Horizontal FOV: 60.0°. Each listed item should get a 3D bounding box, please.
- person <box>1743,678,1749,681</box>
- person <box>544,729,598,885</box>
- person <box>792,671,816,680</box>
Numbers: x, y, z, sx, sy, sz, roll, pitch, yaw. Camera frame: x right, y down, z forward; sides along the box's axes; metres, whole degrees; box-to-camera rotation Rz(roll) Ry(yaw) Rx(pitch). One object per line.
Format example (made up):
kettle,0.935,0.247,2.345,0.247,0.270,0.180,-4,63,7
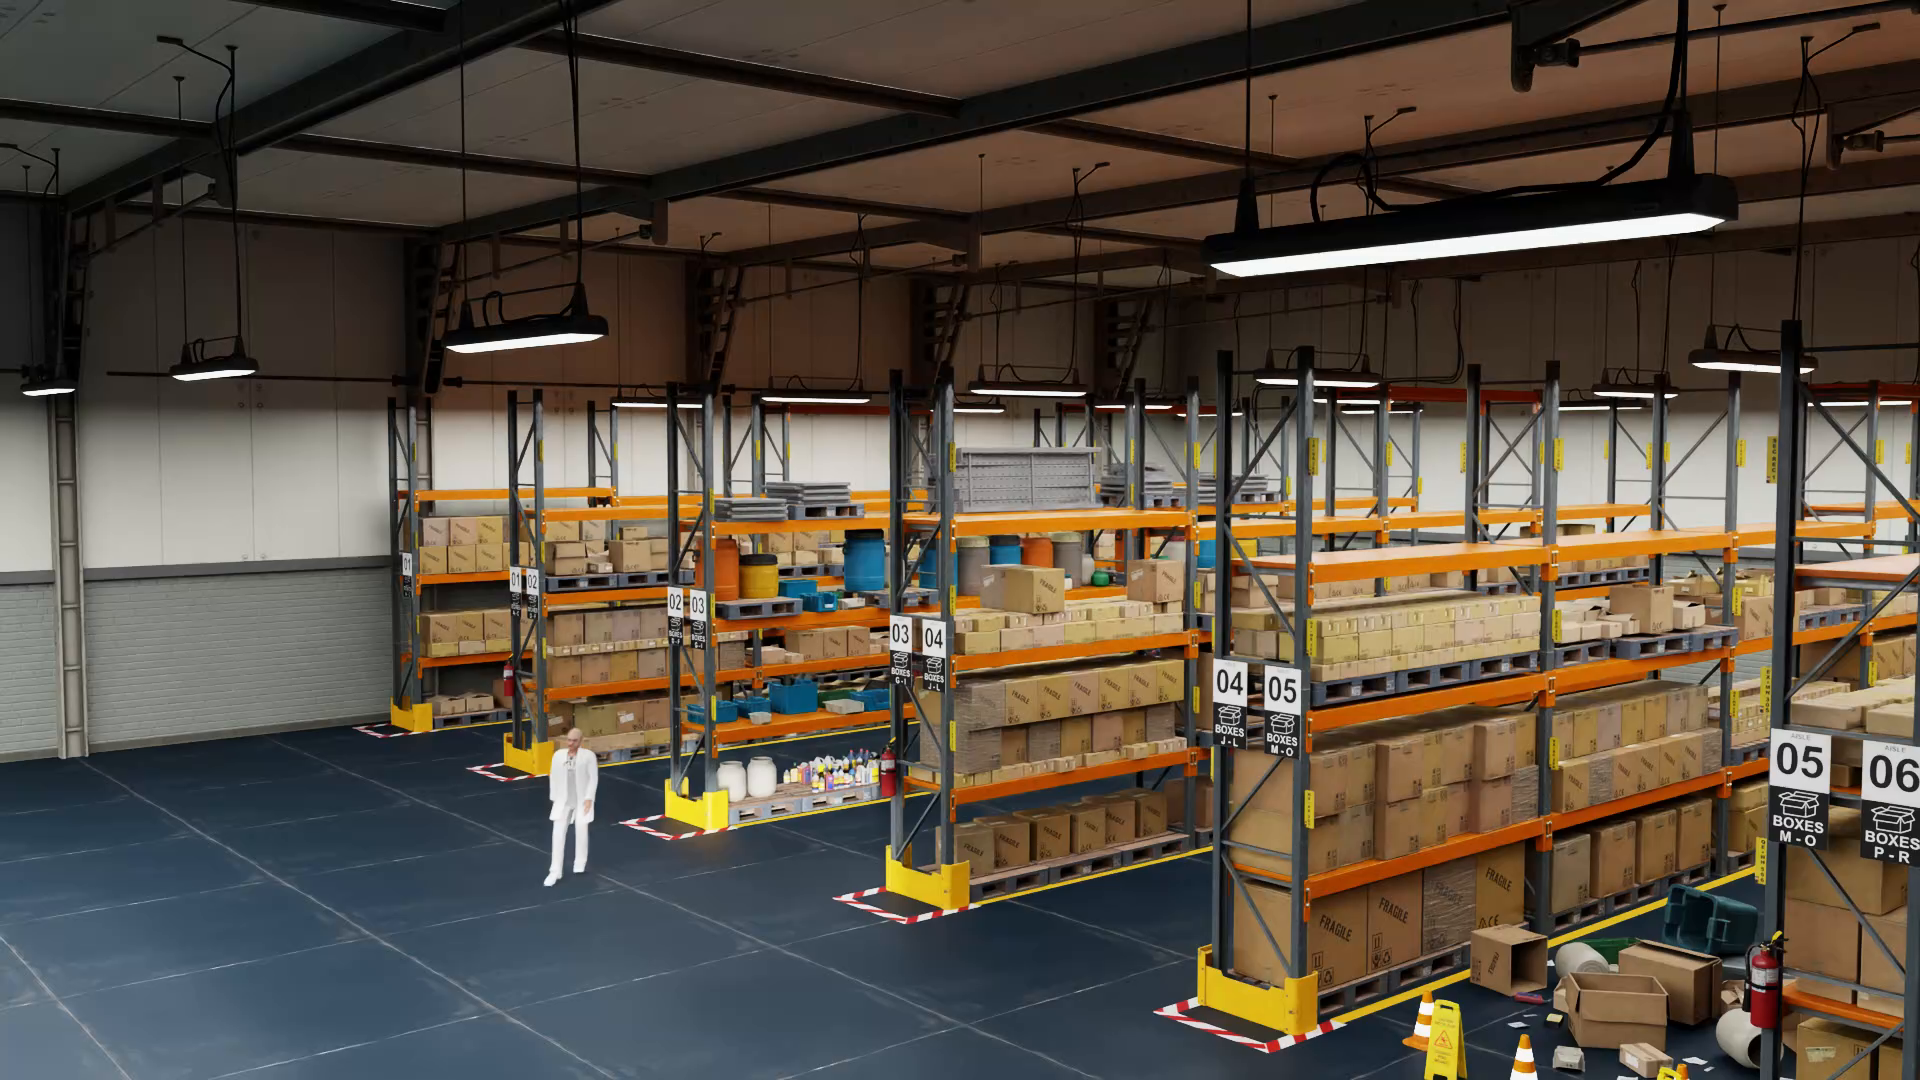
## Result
person,12.167,2.896,25.322,0.670,1.588,0.673,-2,4,-31
person,-4.588,3.117,19.700,0.591,1.754,0.901,0,3,-6
person,-2.921,2.536,31.906,0.503,1.564,0.487,3,4,40
